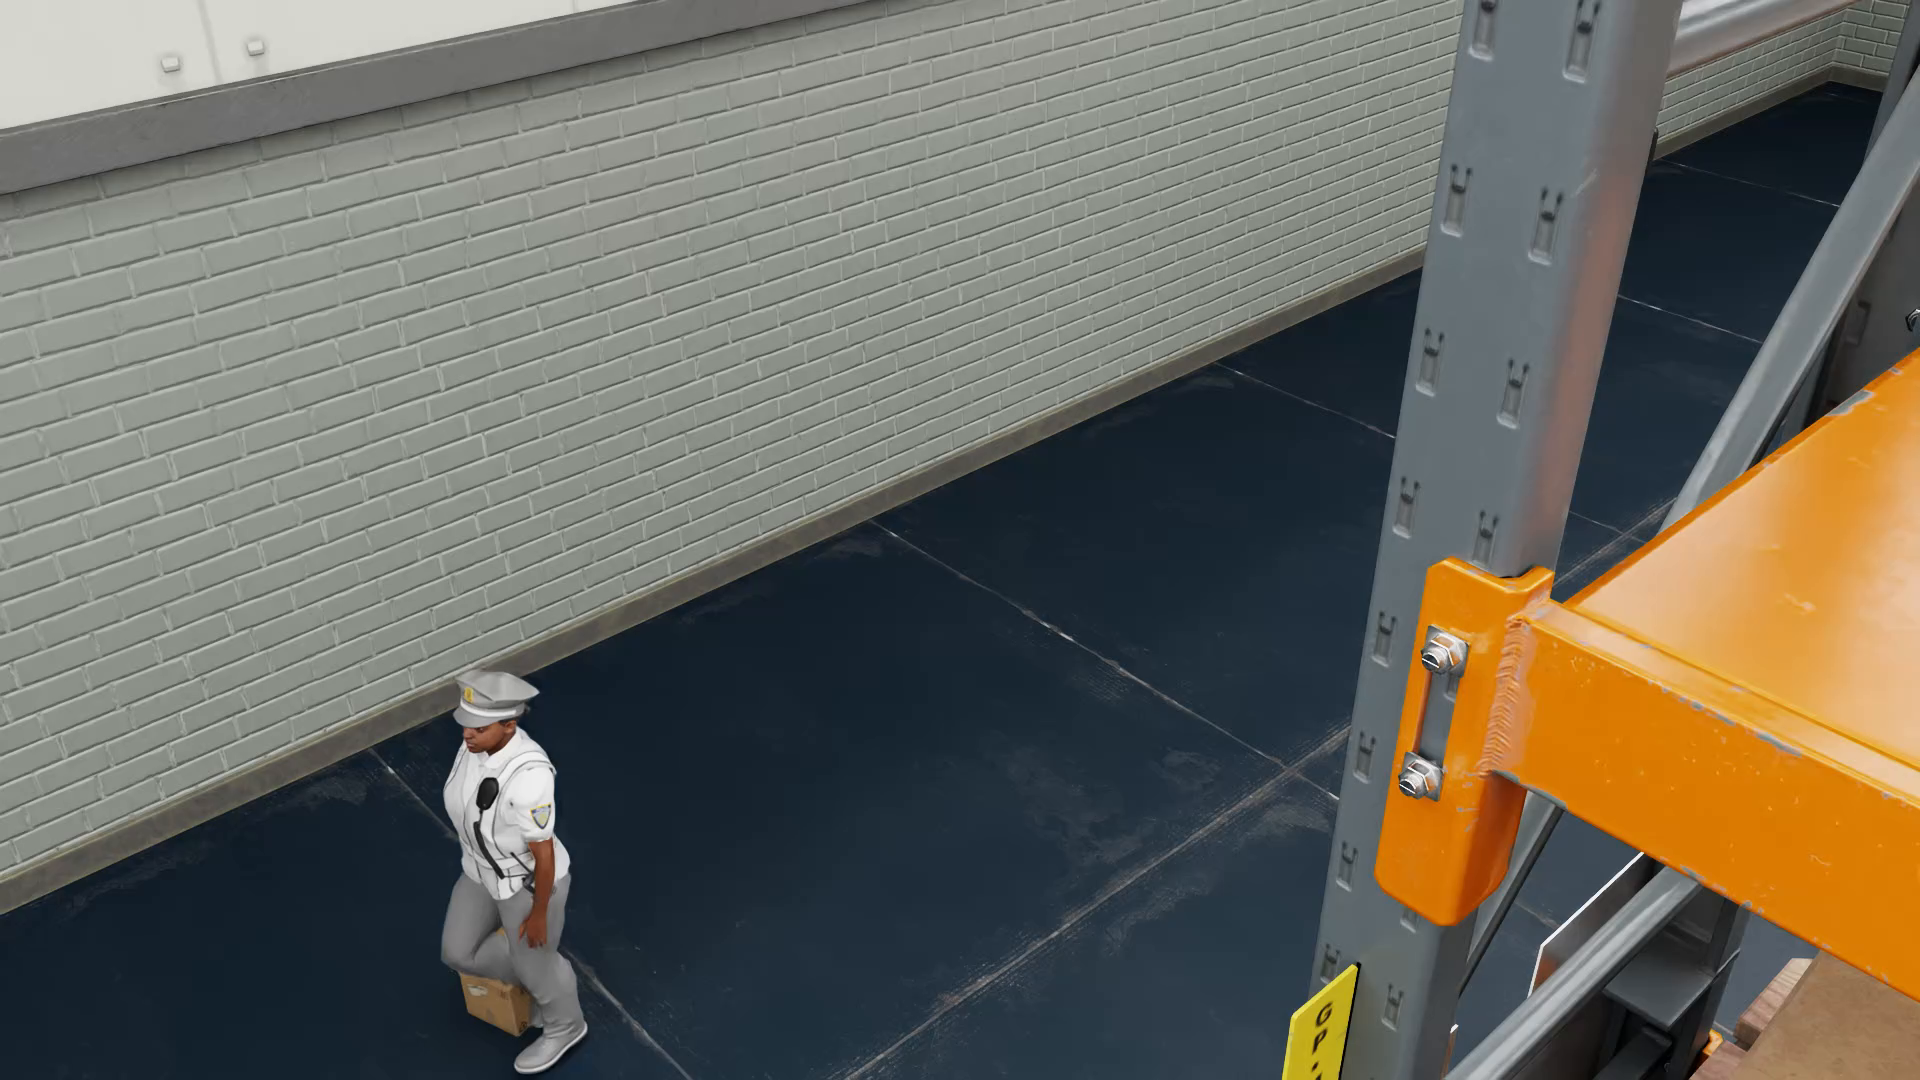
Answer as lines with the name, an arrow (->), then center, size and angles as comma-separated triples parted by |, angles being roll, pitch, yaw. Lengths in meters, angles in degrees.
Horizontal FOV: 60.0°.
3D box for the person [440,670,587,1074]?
person -> -1.558, 1.165, 5.690 | 0.482, 1.693, 0.438 | 27, 41, 36
